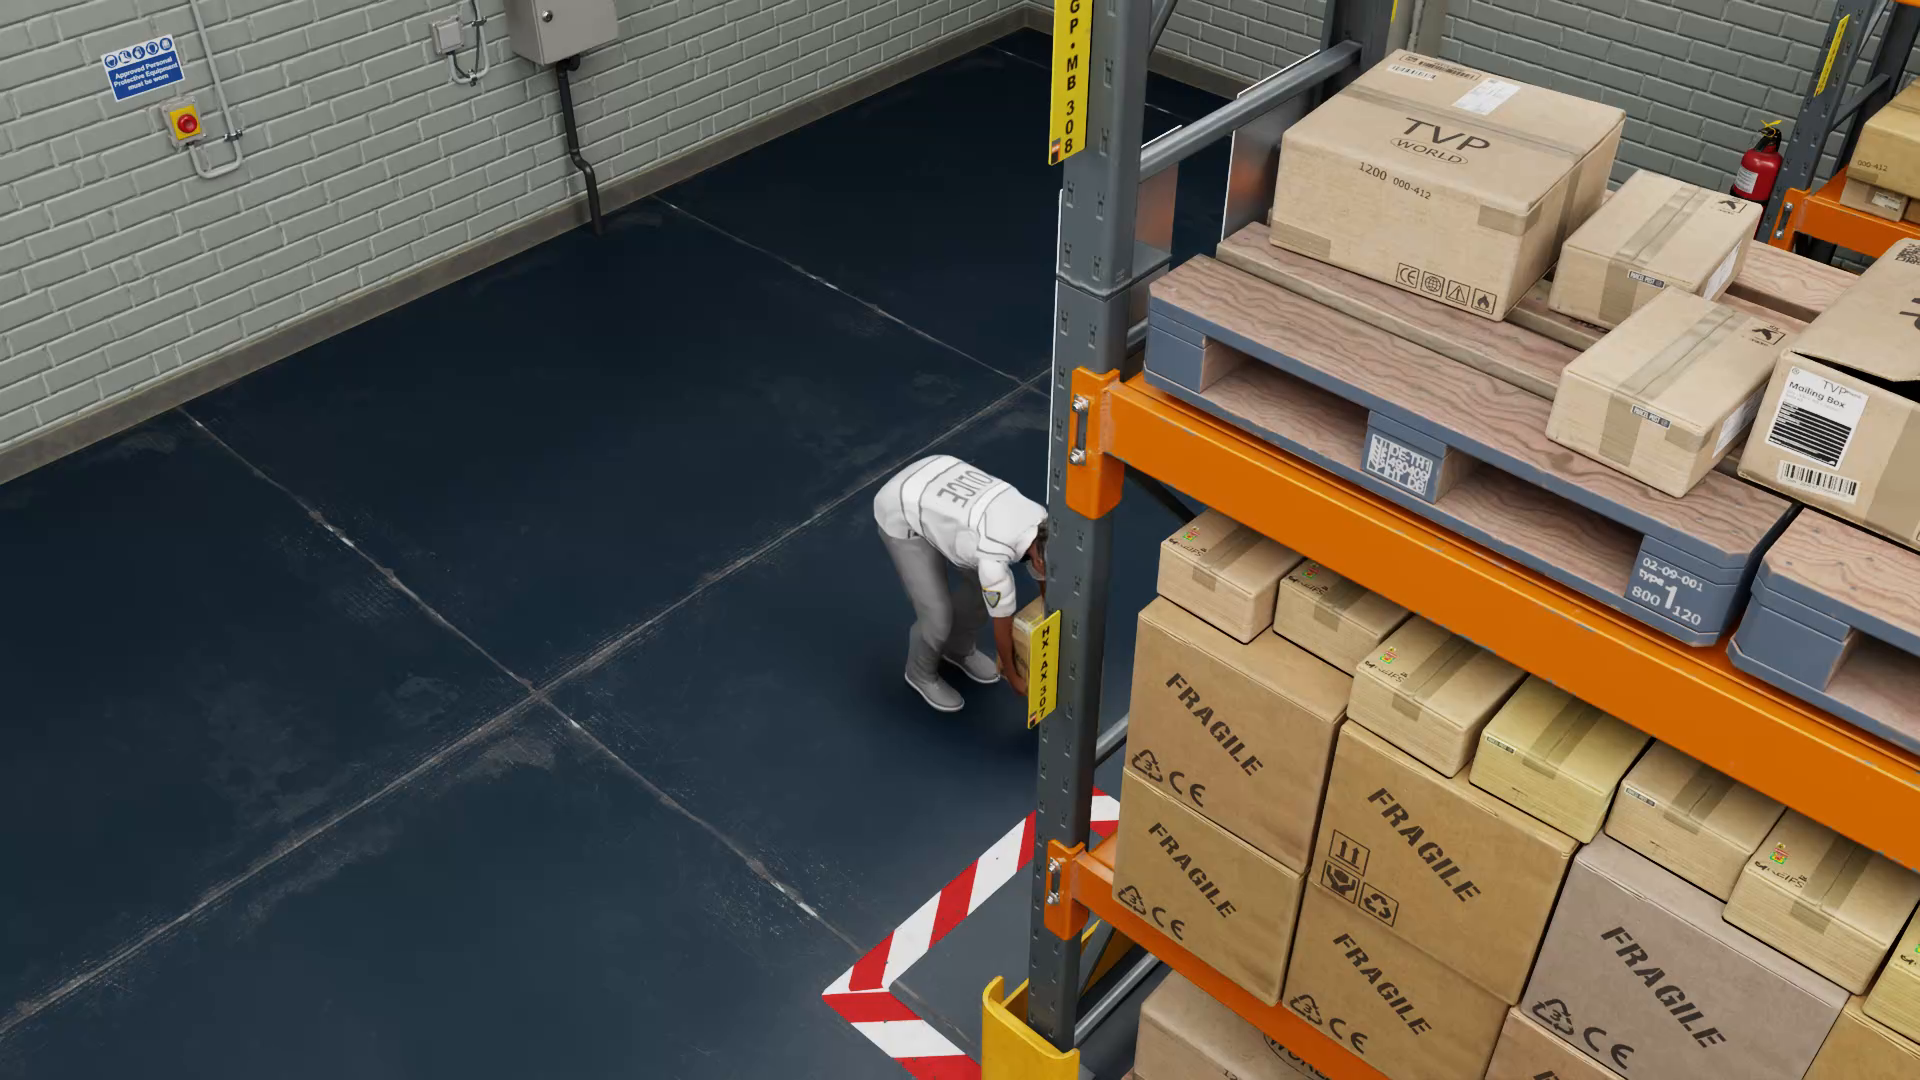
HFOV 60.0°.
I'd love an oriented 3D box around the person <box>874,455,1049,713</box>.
[{"bbox_3d":[0.101,0.228,6.356,0.940,1.059,0.431,28,47,30],"label":"person"}]
